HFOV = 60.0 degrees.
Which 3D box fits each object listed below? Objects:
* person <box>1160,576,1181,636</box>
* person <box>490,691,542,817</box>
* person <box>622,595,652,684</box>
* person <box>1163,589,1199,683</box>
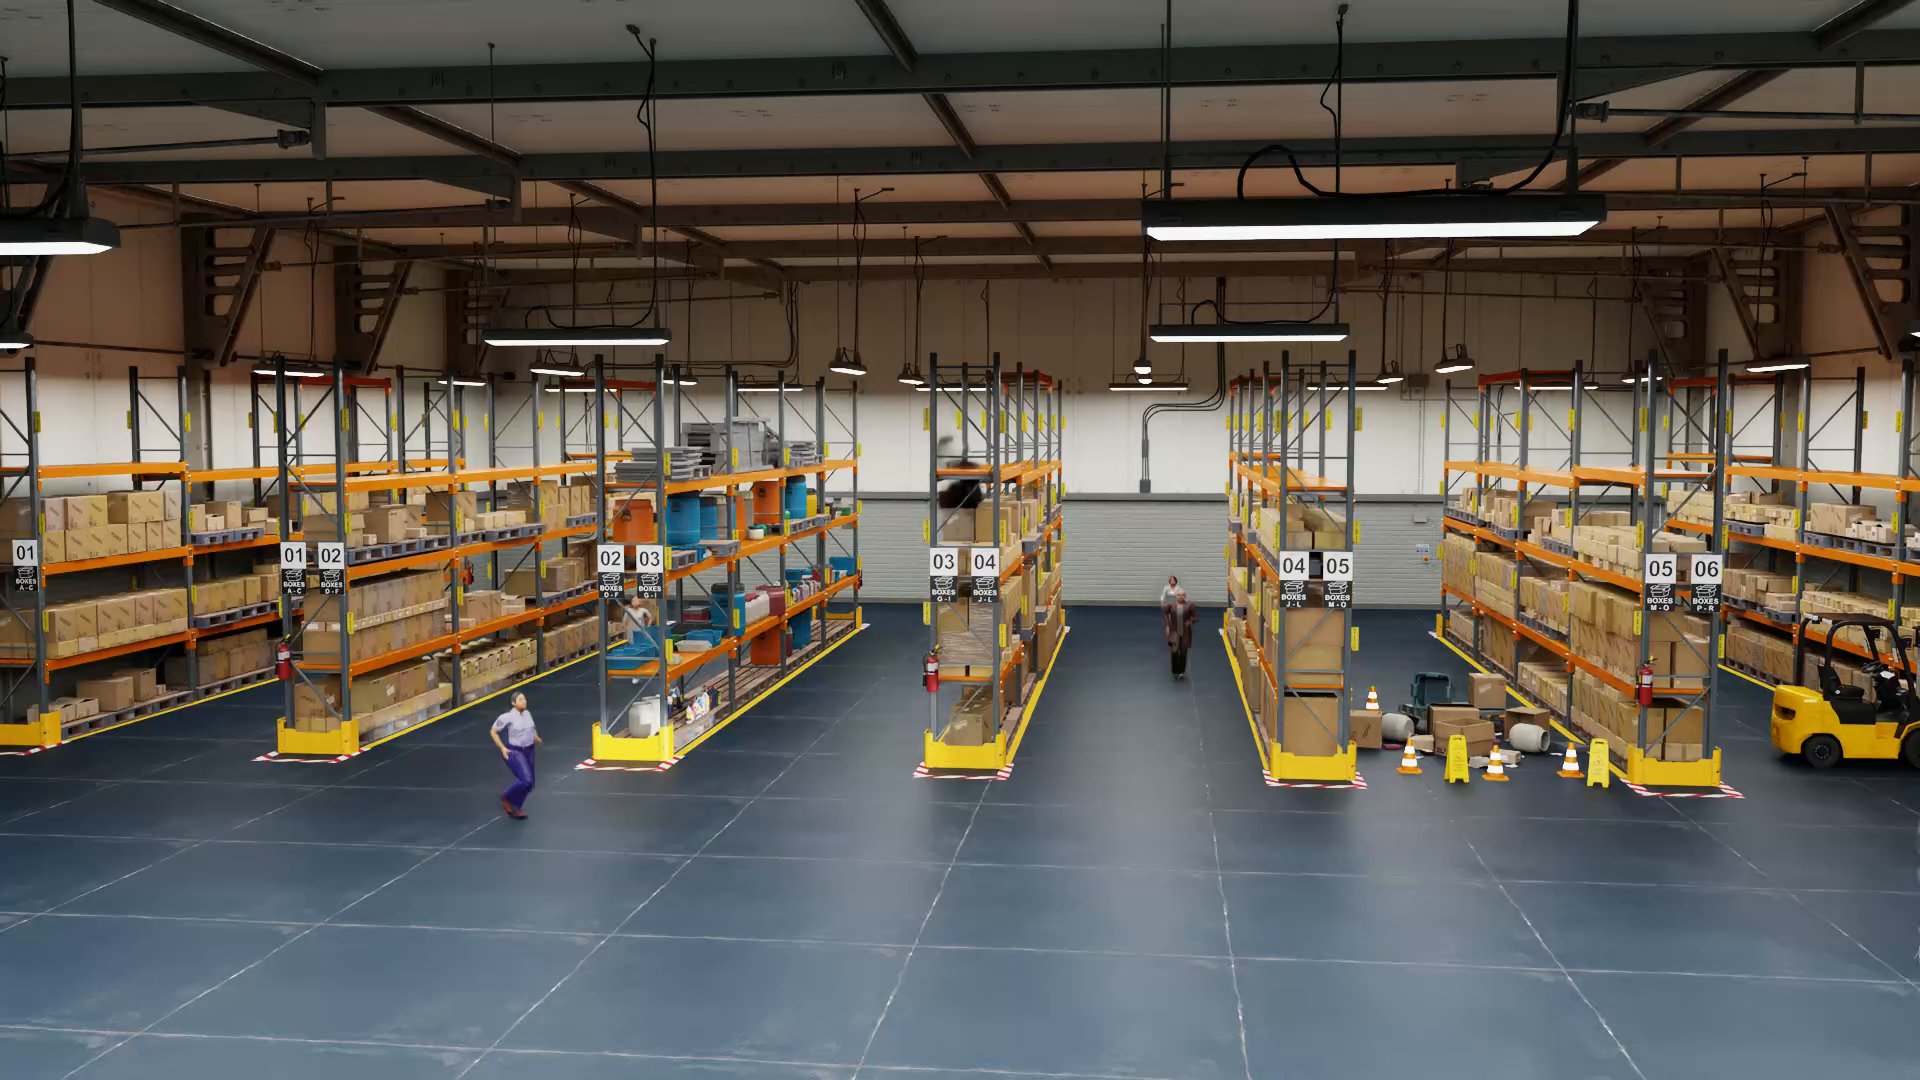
[{"bbox_3d":[4.787,1.692,37.511,0.547,1.338,0.547,1,4,9],"label":"person"},{"bbox_3d":[-5.516,2.718,20.959,0.558,1.585,0.593,2,5,28],"label":"person"},{"bbox_3d":[-6.257,1.899,32.197,0.568,1.672,0.922,0,4,-2],"label":"person"},{"bbox_3d":[4.266,1.861,32.133,0.693,1.823,0.808,0,4,6],"label":"person"}]
